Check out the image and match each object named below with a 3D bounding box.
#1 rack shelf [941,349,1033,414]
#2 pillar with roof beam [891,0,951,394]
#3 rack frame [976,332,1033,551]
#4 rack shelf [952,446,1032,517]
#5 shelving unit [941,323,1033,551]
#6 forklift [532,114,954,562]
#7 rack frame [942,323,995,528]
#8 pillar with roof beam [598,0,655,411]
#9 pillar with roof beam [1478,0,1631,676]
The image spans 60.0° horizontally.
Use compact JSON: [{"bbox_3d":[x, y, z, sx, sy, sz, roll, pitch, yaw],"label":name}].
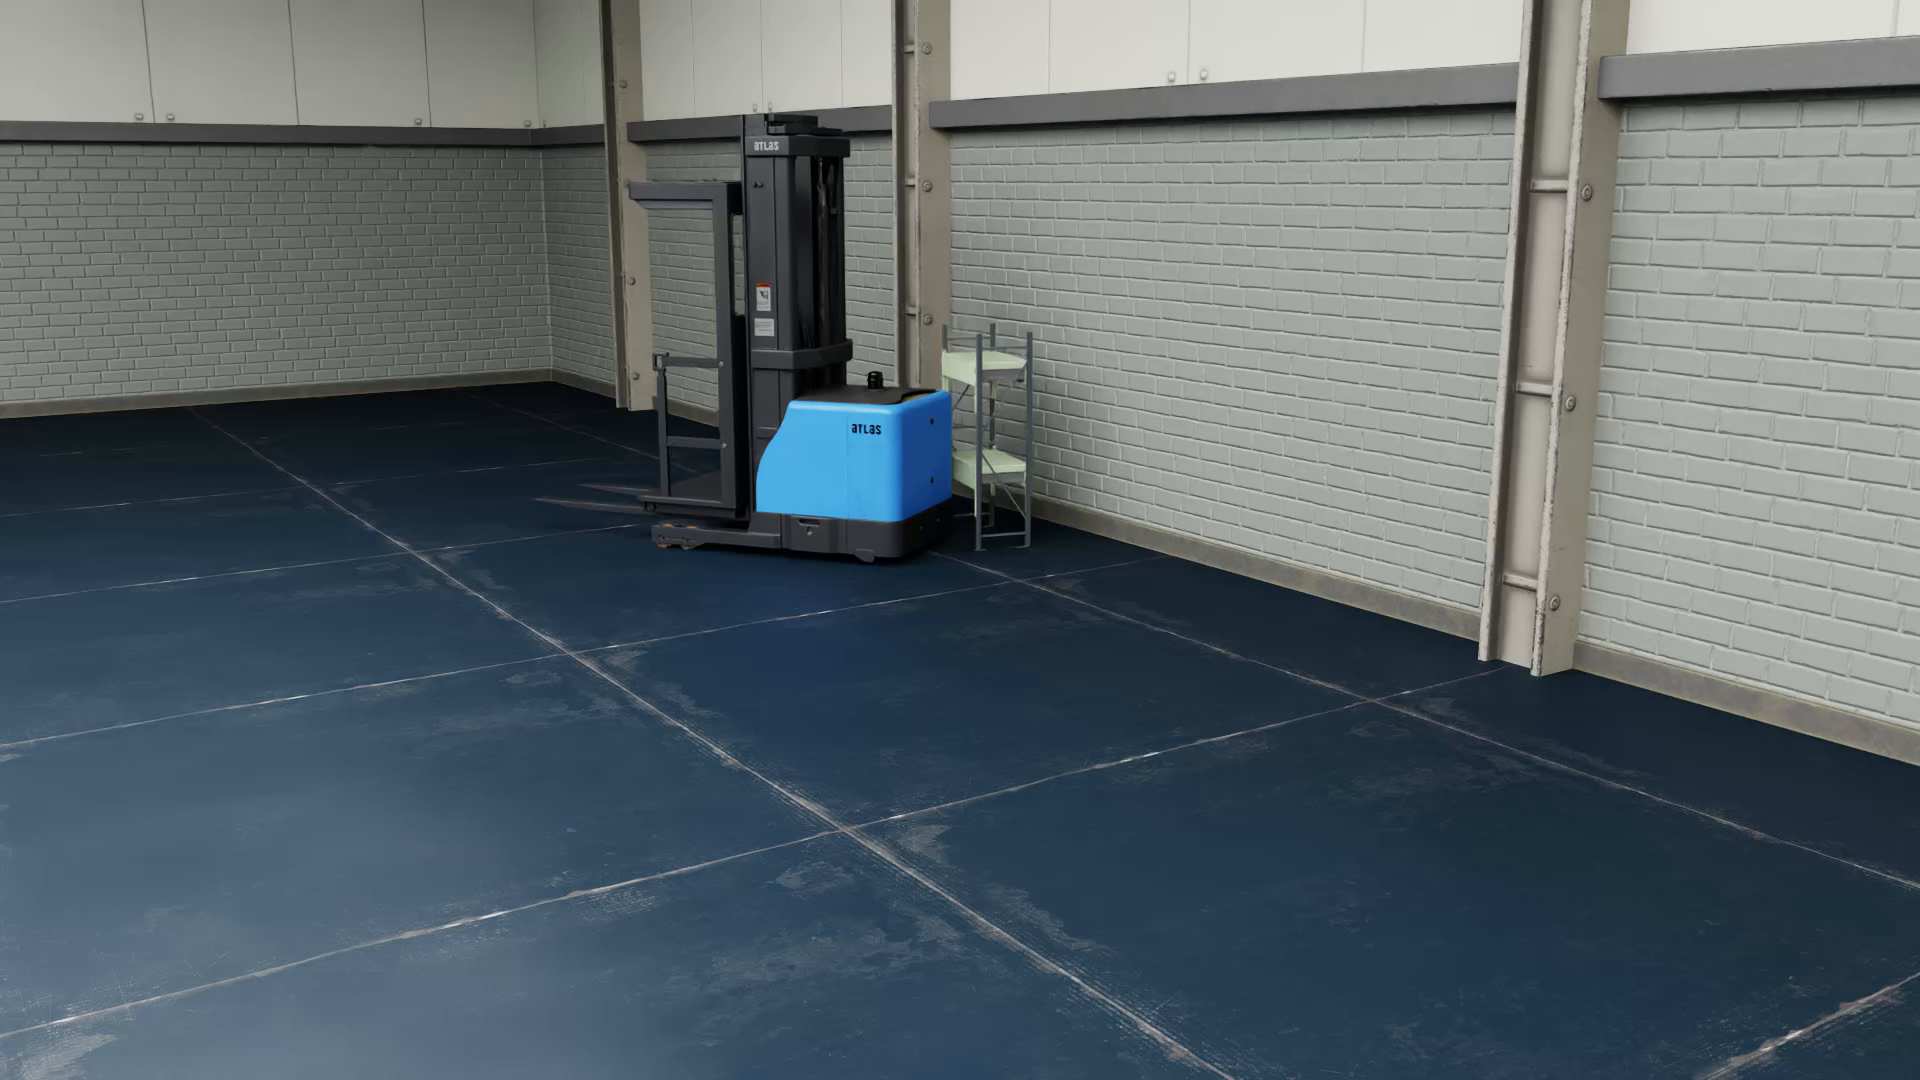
[{"bbox_3d":[0.182,-1.125,11.667,0.431,0.370,0.720,-4,13,-19],"label":"rack shelf"},{"bbox_3d":[-3.889,-4.298,10.453,9.100,9.000,0.400,-8,15,-33],"label":"pillar with roof beam"},{"bbox_3d":[0.301,-0.670,11.412,0.400,1.500,0.023,-4,13,-19],"label":"rack frame"},{"bbox_3d":[0.181,-0.425,11.820,0.431,0.370,0.720,-4,13,-19],"label":"rack shelf"},{"bbox_3d":[0.182,-0.744,11.750,0.431,1.500,0.755,-4,13,-19],"label":"shelving unit"},{"bbox_3d":[-1.614,-1.461,11.681,3.031,2.935,1.130,5,13,21],"label":"forklift"},{"bbox_3d":[0.062,-0.818,12.088,0.400,1.500,0.023,-4,13,-19],"label":"rack frame"},{"bbox_3d":[-7.213,-5.365,15.333,9.100,9.000,0.400,-8,15,-33],"label":"pillar with roof beam"},{"bbox_3d":[-0.565,-3.231,5.573,9.100,9.000,0.400,-8,15,-33],"label":"pillar with roof beam"}]
